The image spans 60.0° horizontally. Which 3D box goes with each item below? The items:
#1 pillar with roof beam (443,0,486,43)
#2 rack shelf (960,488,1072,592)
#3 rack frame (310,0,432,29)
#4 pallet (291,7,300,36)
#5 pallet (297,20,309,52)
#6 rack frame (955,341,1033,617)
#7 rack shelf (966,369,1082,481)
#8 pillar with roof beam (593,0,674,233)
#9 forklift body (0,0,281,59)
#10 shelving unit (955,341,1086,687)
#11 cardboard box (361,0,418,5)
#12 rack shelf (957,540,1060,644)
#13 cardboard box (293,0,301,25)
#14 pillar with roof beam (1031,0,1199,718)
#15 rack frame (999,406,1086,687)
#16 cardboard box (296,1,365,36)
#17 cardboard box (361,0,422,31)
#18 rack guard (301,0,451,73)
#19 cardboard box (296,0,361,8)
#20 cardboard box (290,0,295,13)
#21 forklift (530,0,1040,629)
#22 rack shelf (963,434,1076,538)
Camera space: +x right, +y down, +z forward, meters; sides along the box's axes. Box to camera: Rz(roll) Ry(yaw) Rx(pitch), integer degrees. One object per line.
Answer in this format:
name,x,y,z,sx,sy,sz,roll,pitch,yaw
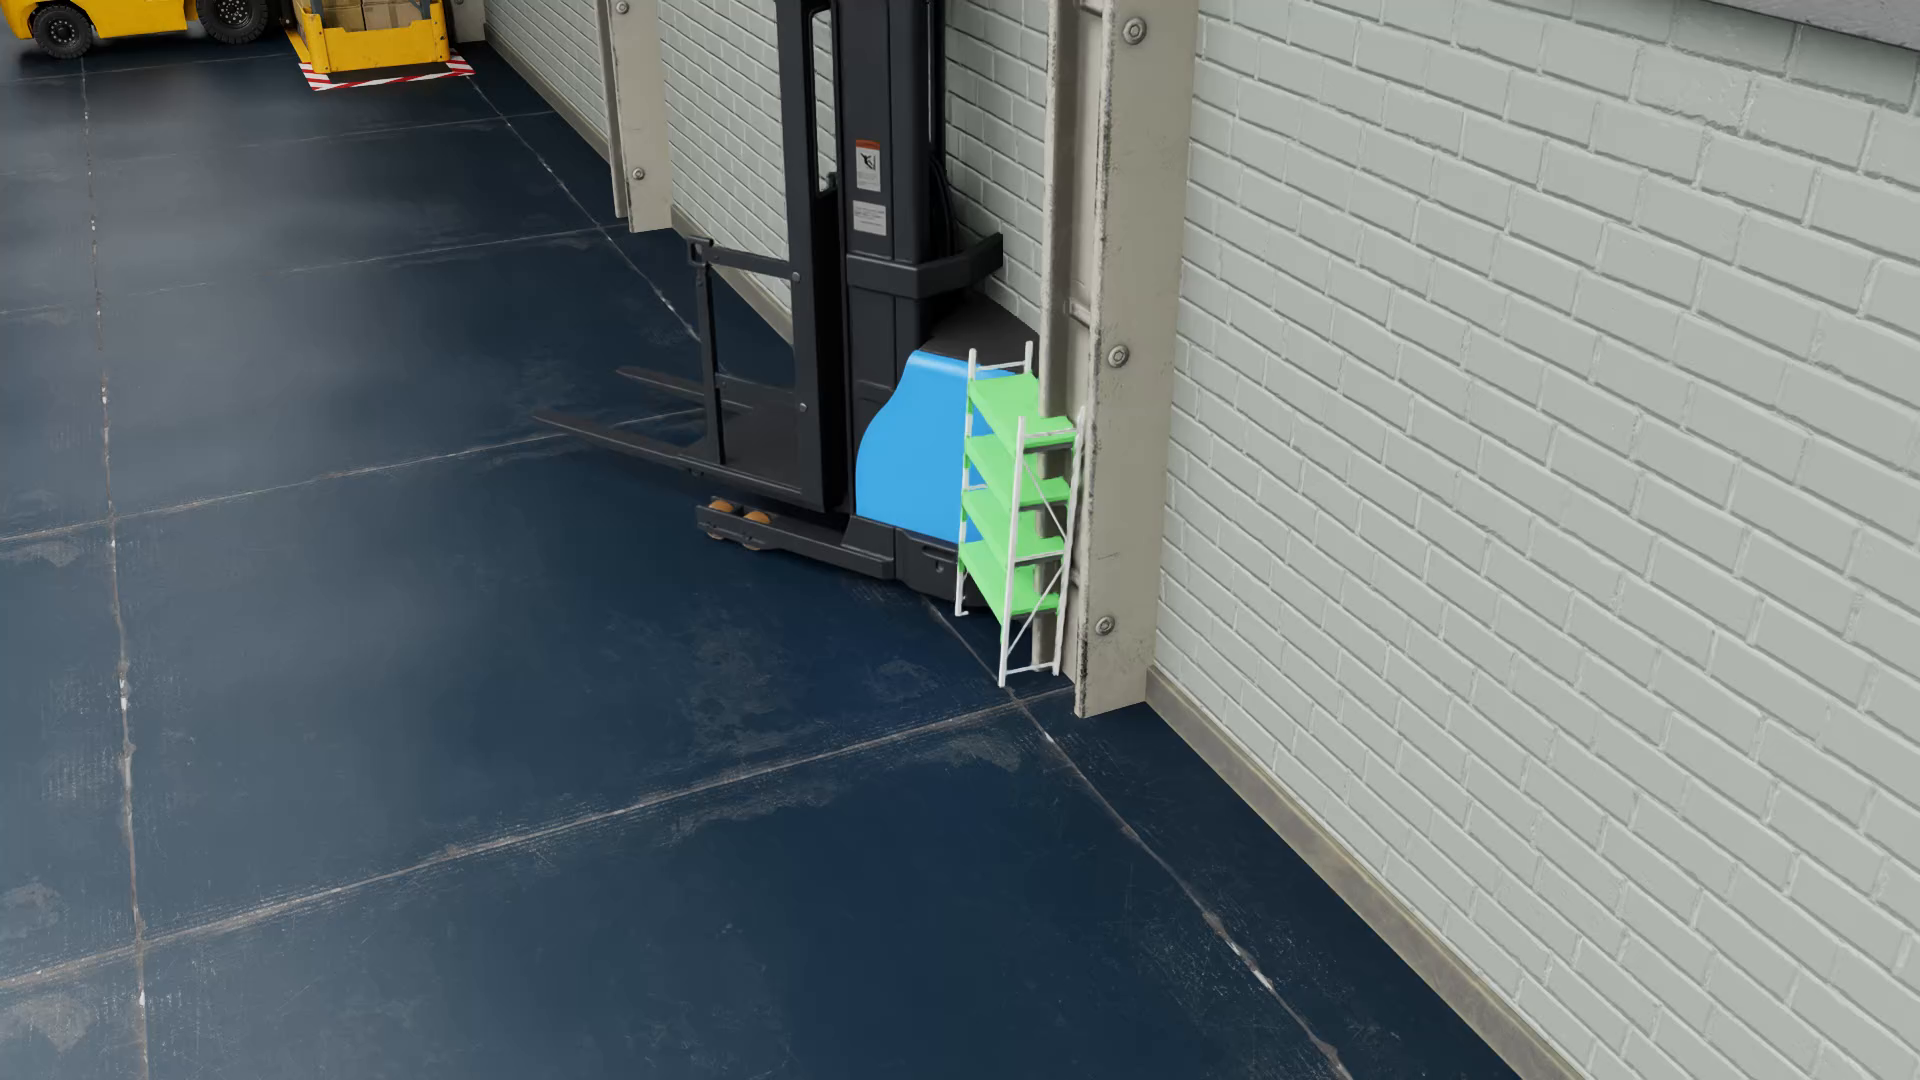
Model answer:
pillar with roof beam,-8.544,-7.787,11.937,9.100,9.000,0.400,-13,32,-22
rack shelf,0.202,-0.022,6.197,0.258,0.148,0.480,-9,37,-17
rack frame,-5.171,-5.578,14.130,1.000,3.000,0.127,-13,32,-22
pallet,-6.056,-5.229,16.359,1.003,0.211,1.213,-13,32,-22
pallet,-5.537,-4.691,15.399,1.003,0.211,1.213,-13,32,-22
rack frame,0.123,-0.209,6.347,0.240,1.200,0.015,-9,37,-17
rack shelf,0.224,-0.416,5.924,0.258,0.148,0.480,-9,37,-17
pillar with roof beam,-5.968,-5.137,7.210,9.100,9.000,0.400,-13,32,-22
forklift body,-7.632,-5.662,15.149,2.313,2.155,1.214,-13,32,-22
shelving unit,0.205,-0.075,6.161,0.258,1.200,0.503,-9,37,-17
cardboard box,-5.185,-5.031,15.026,0.500,0.250,0.500,-12,32,-21
rack shelf,0.191,0.175,6.334,0.258,0.148,0.480,-9,37,-17
cardboard box,-5.863,-4.925,15.347,0.500,0.250,0.500,-13,32,-22
pillar with roof beam,-3.392,-2.487,2.484,9.100,9.000,0.400,-13,32,-22
rack frame,0.287,0.059,5.974,0.240,1.200,0.015,-9,37,-17
cardboard box,-5.658,-4.703,14.952,0.500,0.250,0.500,-13,32,-22
cardboard box,-5.205,-4.820,15.160,0.500,0.250,0.500,-13,32,-22
rack guard,-5.160,-4.477,14.723,1.175,0.500,0.348,-13,32,-22
cardboard box,-5.662,-4.929,14.844,0.500,0.250,0.500,-14,32,-23
cardboard box,-6.069,-5.147,15.745,0.500,0.250,0.500,-13,32,-21
forklift,-0.556,-1.438,6.818,3.031,2.935,1.130,16,33,26
rack shelf,0.213,-0.219,6.060,0.258,0.148,0.480,-9,37,-17
